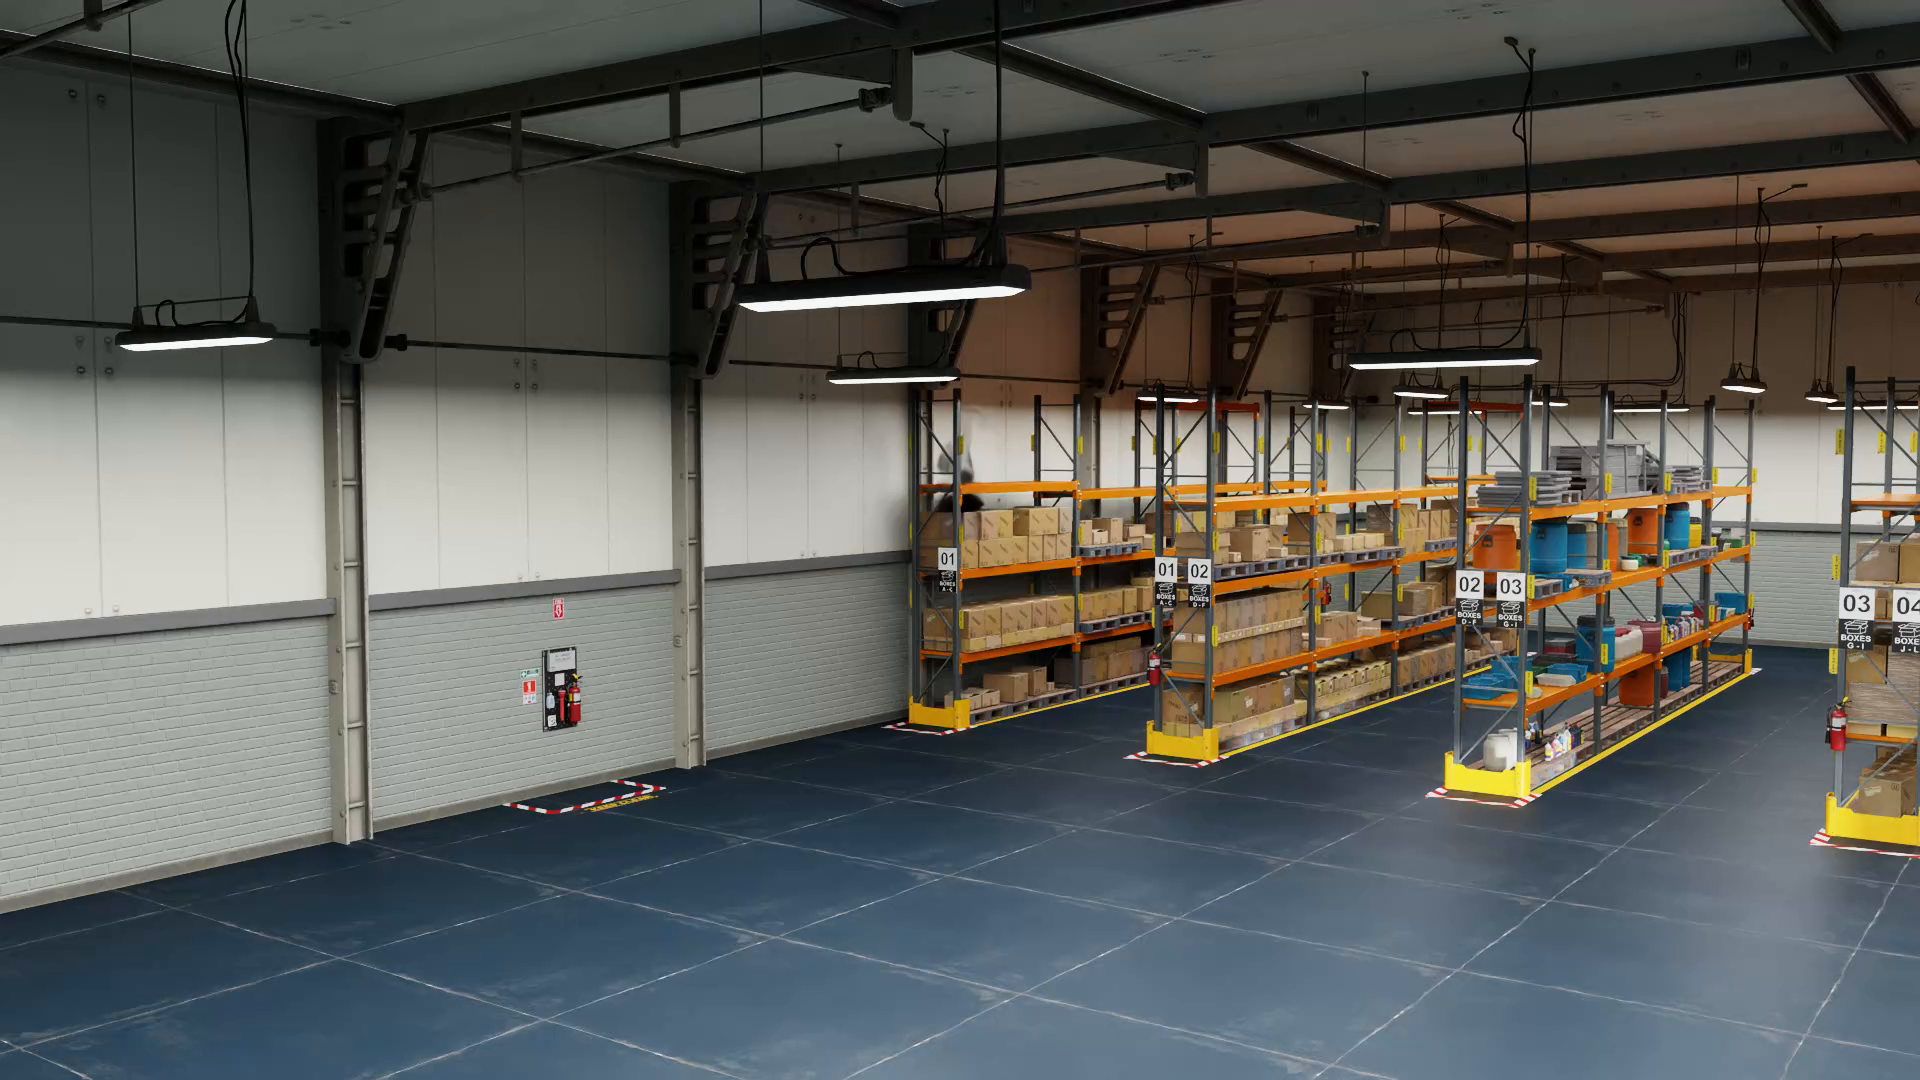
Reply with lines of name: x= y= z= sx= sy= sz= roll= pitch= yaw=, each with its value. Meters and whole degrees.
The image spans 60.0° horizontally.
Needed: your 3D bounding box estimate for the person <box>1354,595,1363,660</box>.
person: x=9.107 y=2.041 z=37.577 sx=0.579 sy=1.632 sz=0.694 roll=2 pitch=4 yaw=32
